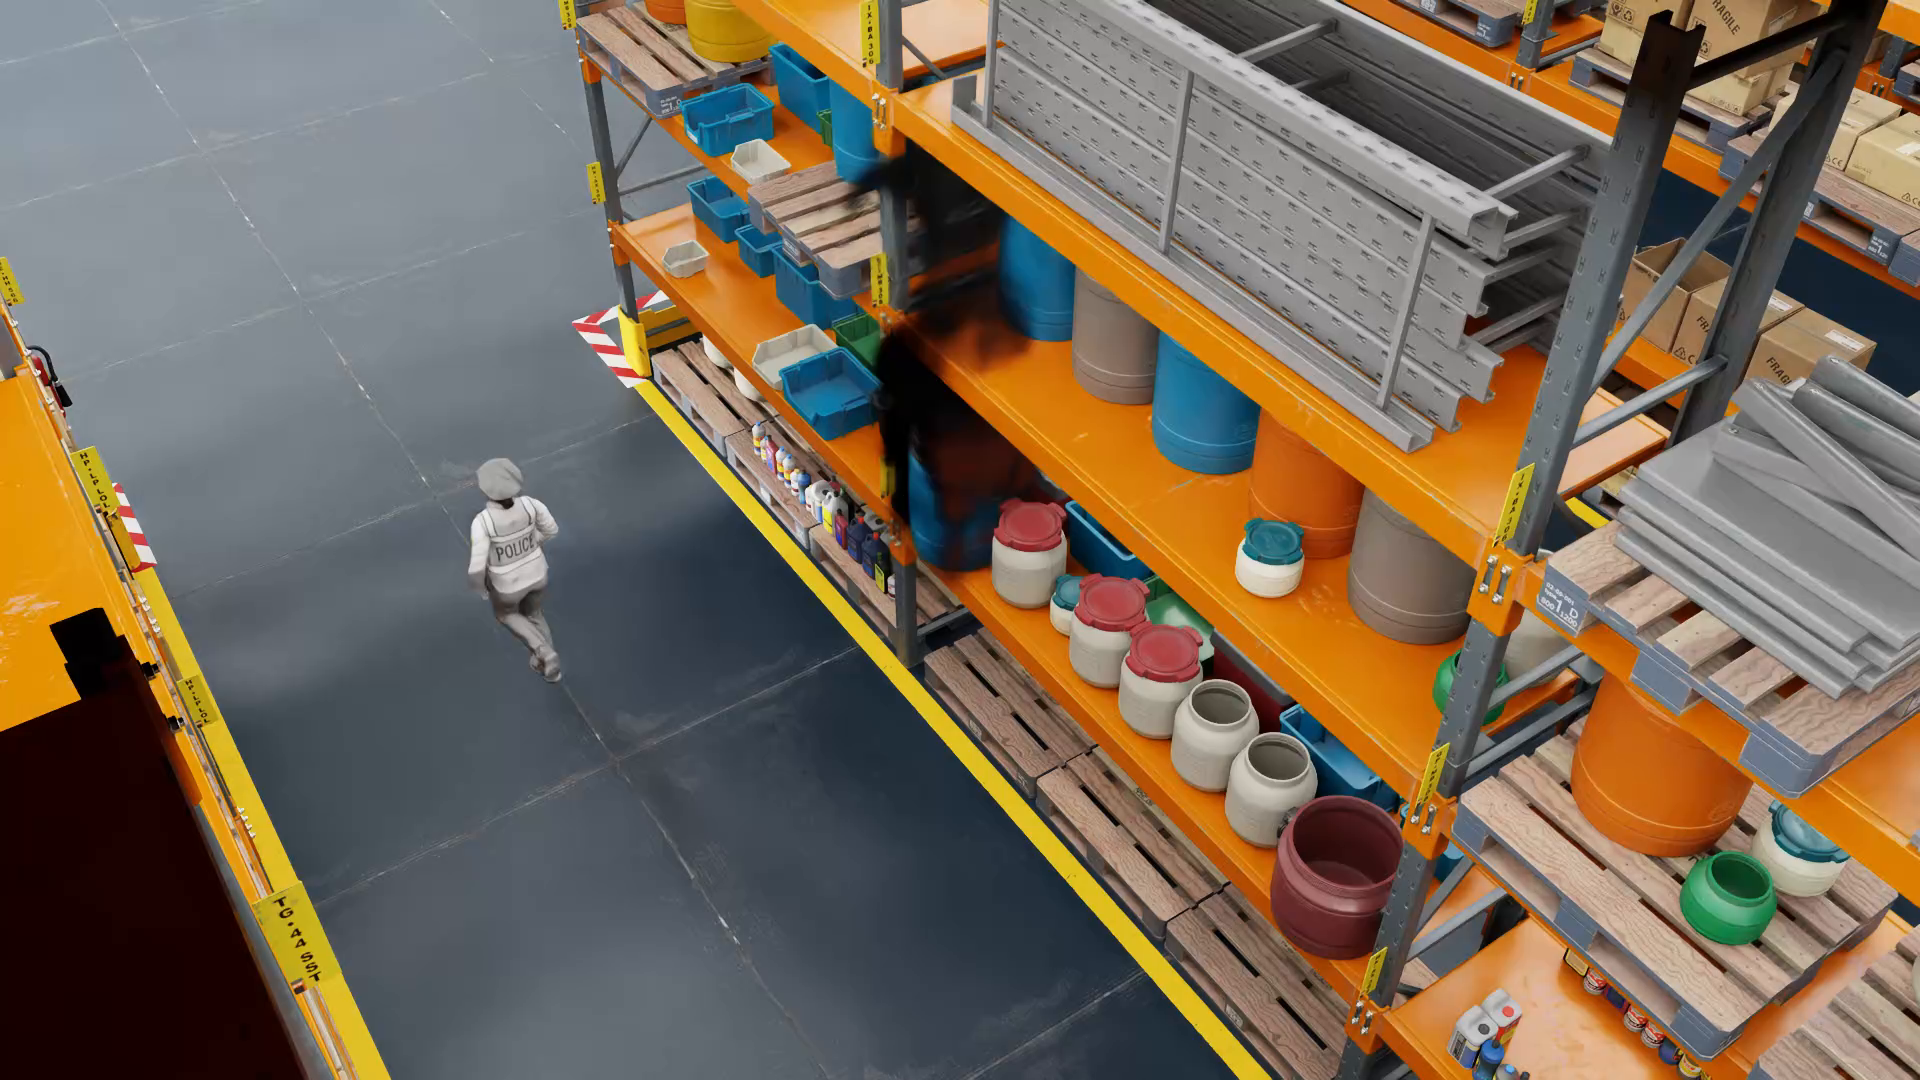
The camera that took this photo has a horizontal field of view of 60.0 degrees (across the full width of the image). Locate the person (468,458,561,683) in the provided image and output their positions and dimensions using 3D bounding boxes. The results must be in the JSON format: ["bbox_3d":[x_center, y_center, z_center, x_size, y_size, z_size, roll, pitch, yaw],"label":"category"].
[{"bbox_3d":[-2.623,0.231,9.871,0.632,1.658,0.621,-30,51,-29],"label":"person"}]
